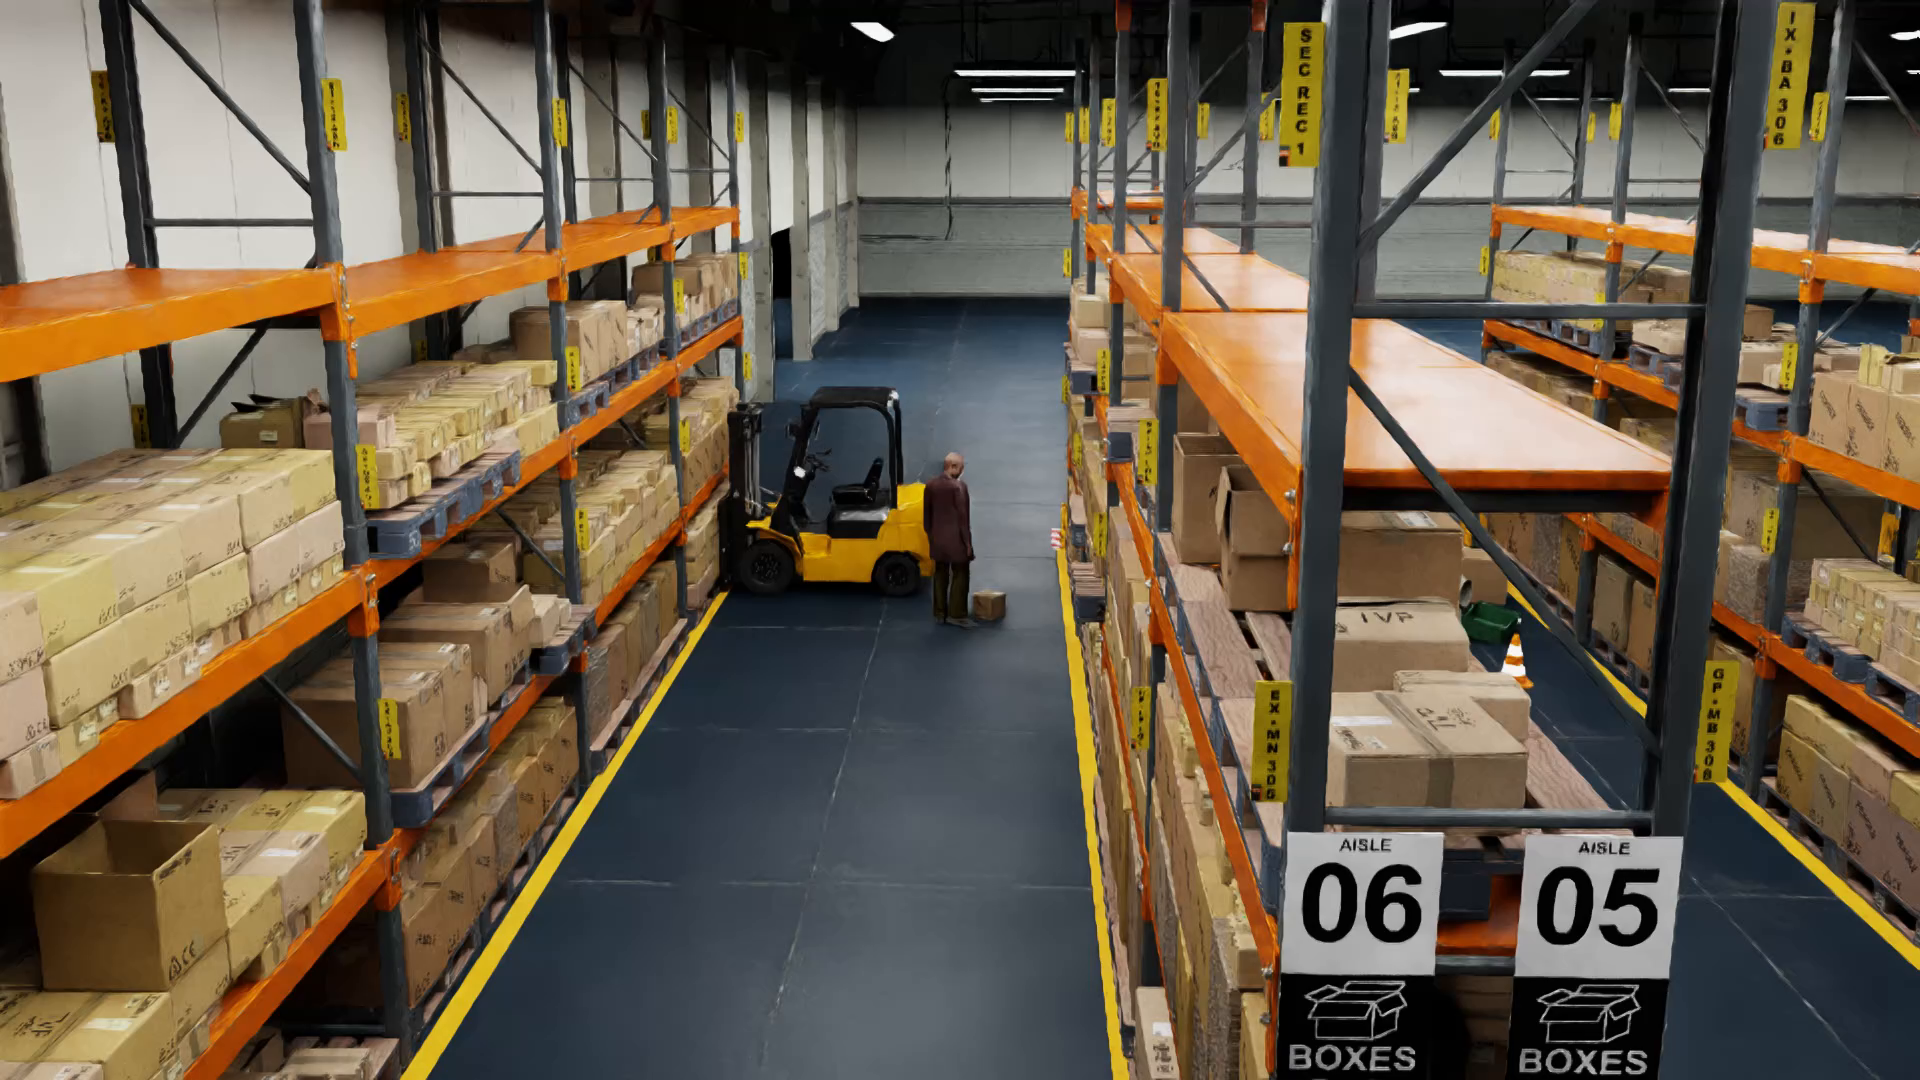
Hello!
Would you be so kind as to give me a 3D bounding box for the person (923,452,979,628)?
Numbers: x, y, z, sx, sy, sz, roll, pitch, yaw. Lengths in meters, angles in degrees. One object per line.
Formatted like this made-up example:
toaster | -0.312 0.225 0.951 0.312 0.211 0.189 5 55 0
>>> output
person | -0.108 0.007 17.041 0.682 1.825 0.377 10 17 35
